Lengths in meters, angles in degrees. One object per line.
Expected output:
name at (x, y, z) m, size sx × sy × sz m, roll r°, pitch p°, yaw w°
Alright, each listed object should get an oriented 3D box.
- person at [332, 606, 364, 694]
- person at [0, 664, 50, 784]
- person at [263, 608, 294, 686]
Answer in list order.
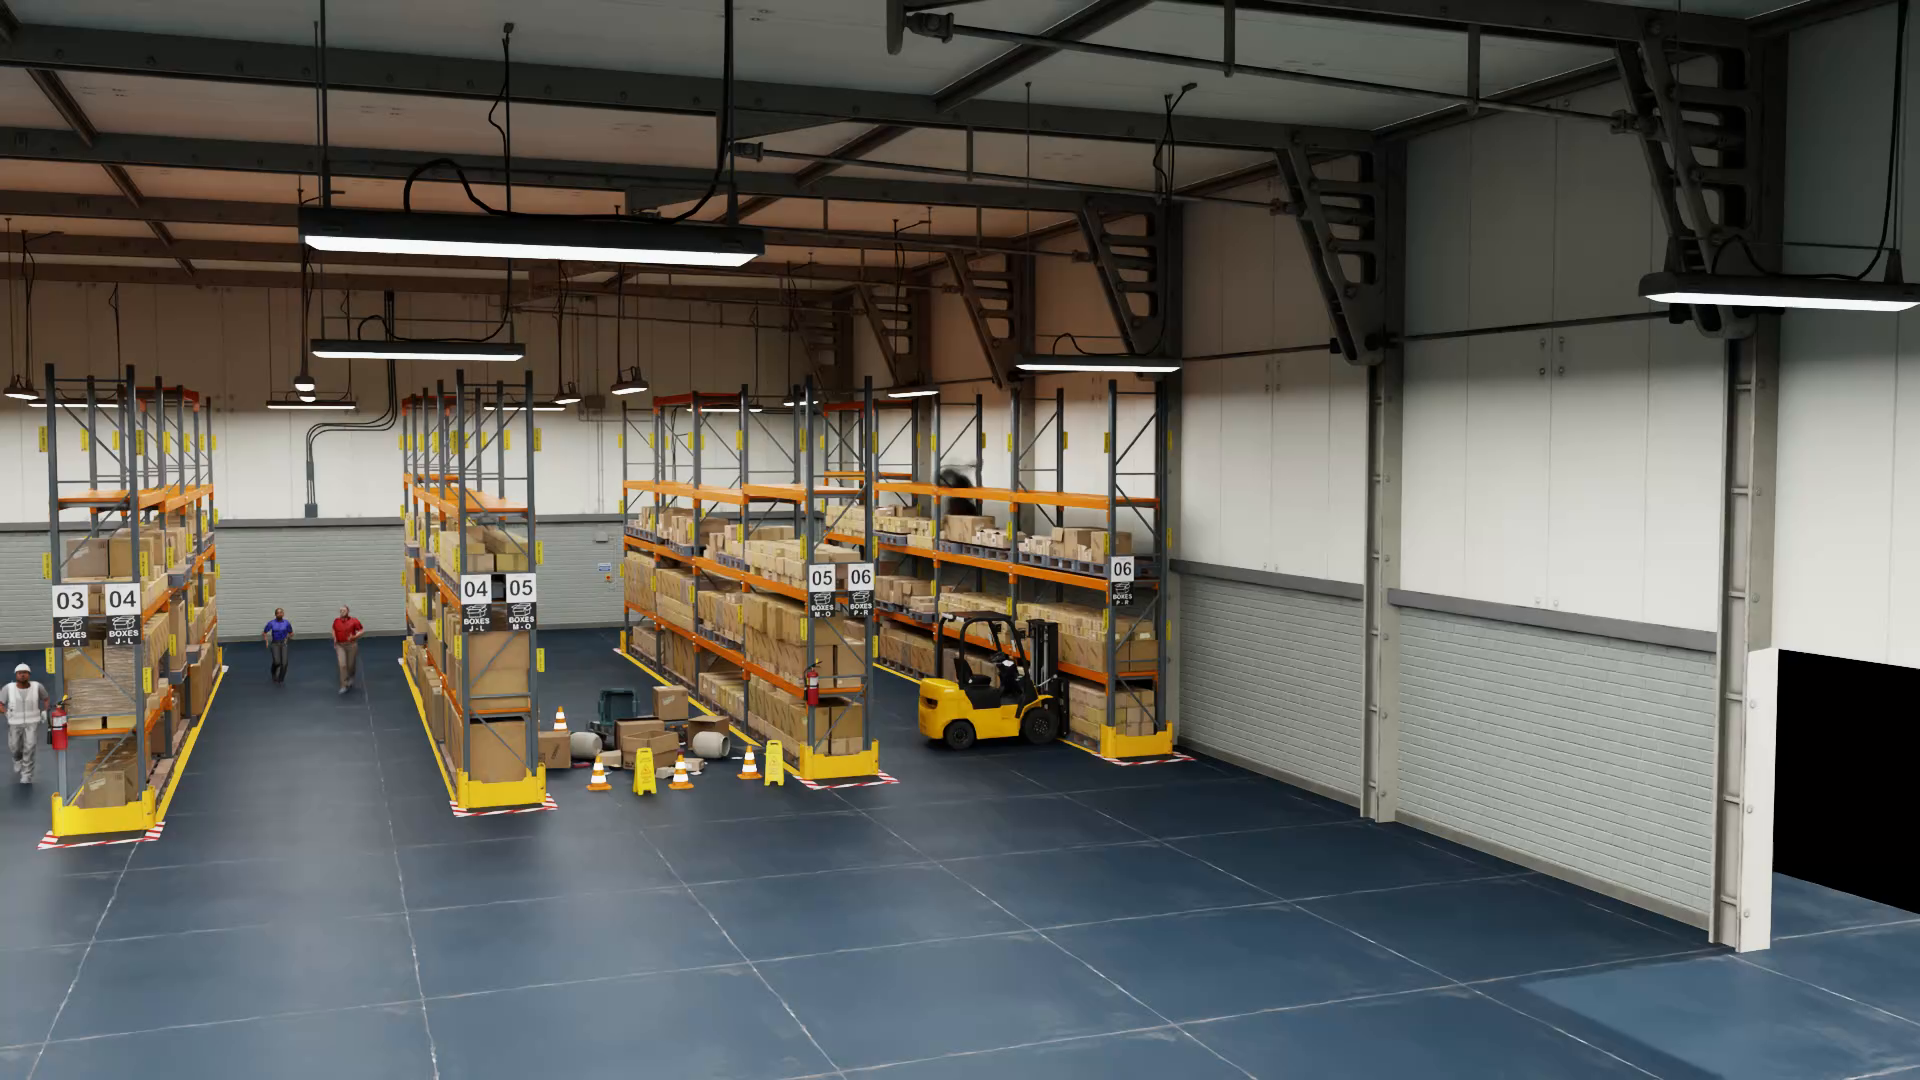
person at (-12.372, 2.192, 33.560) m, size 0.634 × 1.738 × 0.870 m, roll -1°, pitch 3°, yaw -10°
person at (-13.802, 2.694, 24.523) m, size 0.687 × 1.743 × 0.704 m, roll -2°, pitch 4°, yaw -30°
person at (-13.960, 2.203, 34.125) m, size 0.571 × 1.615 × 0.547 m, roll -2°, pitch 4°, yaw -33°
